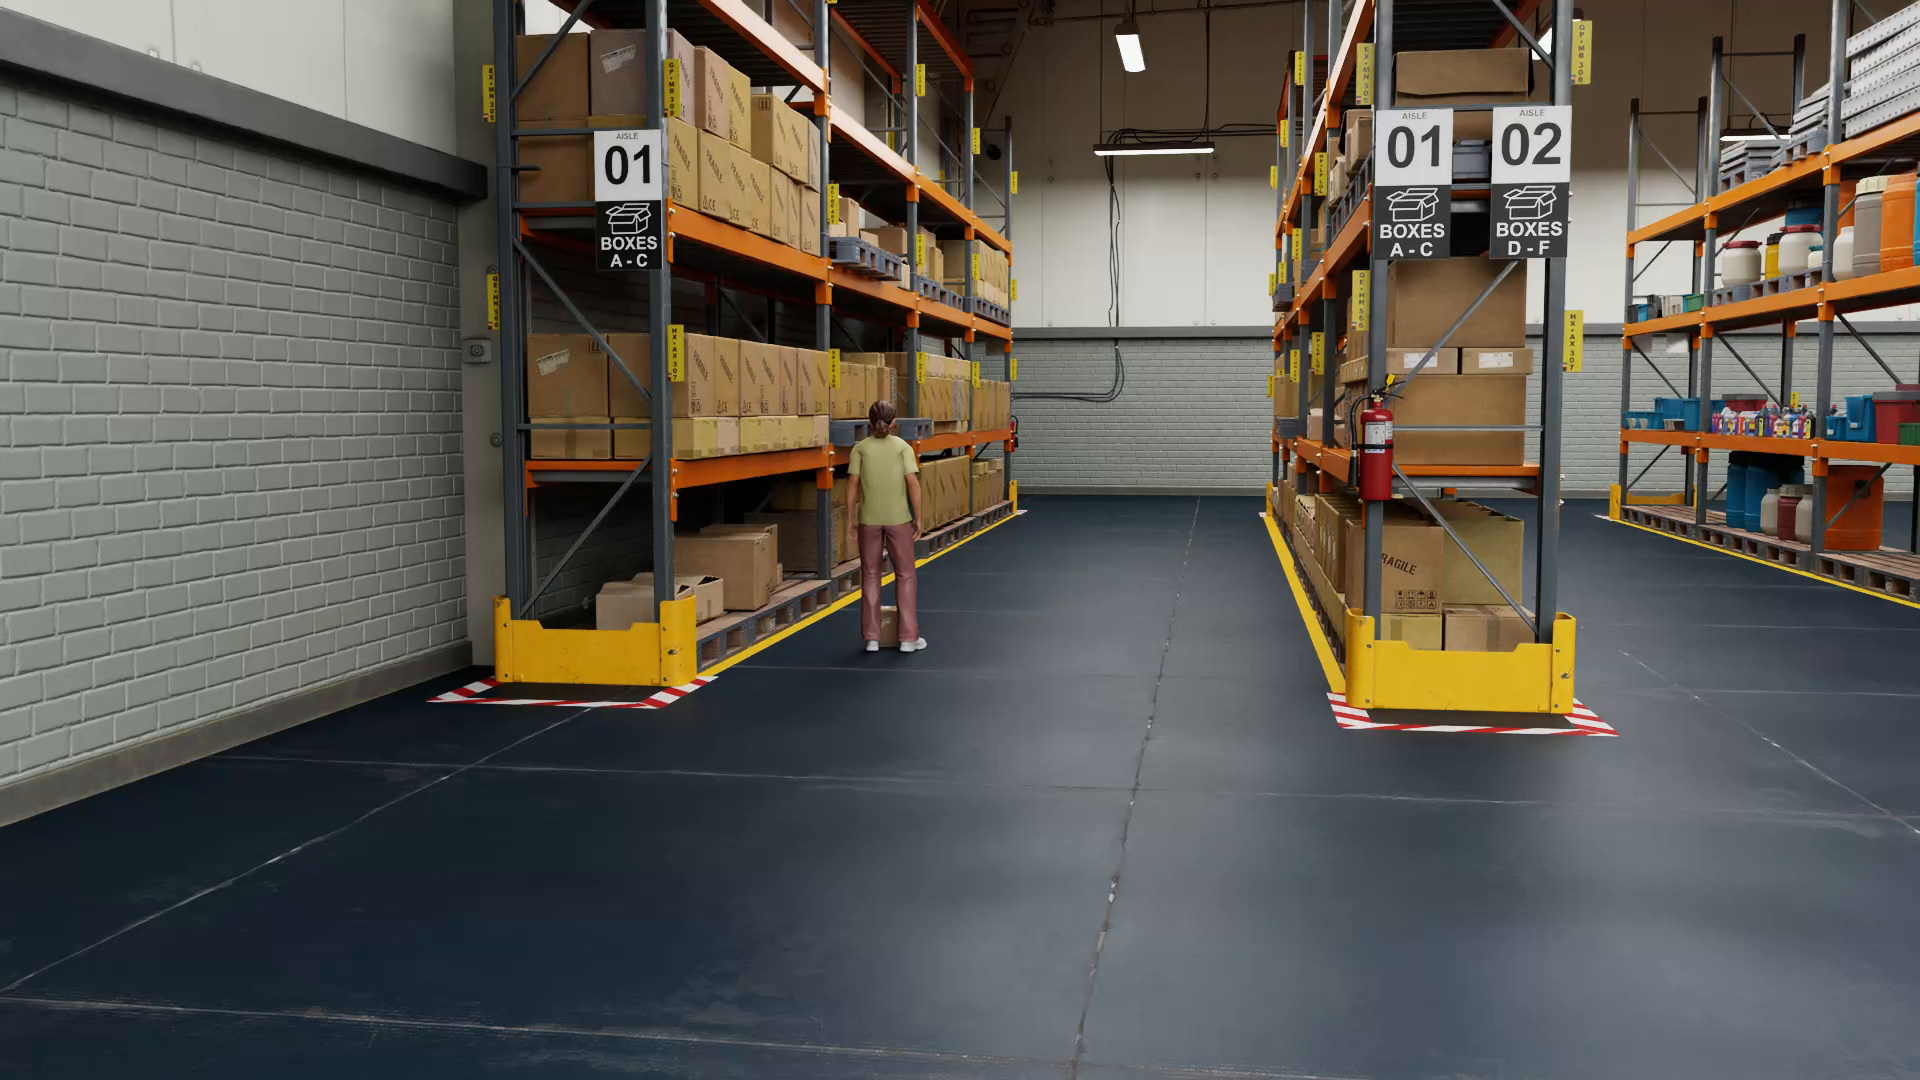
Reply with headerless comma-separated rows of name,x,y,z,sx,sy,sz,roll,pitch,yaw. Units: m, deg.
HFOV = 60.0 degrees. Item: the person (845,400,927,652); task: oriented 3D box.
person,-0.496,-0.097,11.083,0.520,1.671,0.366,0,5,5
